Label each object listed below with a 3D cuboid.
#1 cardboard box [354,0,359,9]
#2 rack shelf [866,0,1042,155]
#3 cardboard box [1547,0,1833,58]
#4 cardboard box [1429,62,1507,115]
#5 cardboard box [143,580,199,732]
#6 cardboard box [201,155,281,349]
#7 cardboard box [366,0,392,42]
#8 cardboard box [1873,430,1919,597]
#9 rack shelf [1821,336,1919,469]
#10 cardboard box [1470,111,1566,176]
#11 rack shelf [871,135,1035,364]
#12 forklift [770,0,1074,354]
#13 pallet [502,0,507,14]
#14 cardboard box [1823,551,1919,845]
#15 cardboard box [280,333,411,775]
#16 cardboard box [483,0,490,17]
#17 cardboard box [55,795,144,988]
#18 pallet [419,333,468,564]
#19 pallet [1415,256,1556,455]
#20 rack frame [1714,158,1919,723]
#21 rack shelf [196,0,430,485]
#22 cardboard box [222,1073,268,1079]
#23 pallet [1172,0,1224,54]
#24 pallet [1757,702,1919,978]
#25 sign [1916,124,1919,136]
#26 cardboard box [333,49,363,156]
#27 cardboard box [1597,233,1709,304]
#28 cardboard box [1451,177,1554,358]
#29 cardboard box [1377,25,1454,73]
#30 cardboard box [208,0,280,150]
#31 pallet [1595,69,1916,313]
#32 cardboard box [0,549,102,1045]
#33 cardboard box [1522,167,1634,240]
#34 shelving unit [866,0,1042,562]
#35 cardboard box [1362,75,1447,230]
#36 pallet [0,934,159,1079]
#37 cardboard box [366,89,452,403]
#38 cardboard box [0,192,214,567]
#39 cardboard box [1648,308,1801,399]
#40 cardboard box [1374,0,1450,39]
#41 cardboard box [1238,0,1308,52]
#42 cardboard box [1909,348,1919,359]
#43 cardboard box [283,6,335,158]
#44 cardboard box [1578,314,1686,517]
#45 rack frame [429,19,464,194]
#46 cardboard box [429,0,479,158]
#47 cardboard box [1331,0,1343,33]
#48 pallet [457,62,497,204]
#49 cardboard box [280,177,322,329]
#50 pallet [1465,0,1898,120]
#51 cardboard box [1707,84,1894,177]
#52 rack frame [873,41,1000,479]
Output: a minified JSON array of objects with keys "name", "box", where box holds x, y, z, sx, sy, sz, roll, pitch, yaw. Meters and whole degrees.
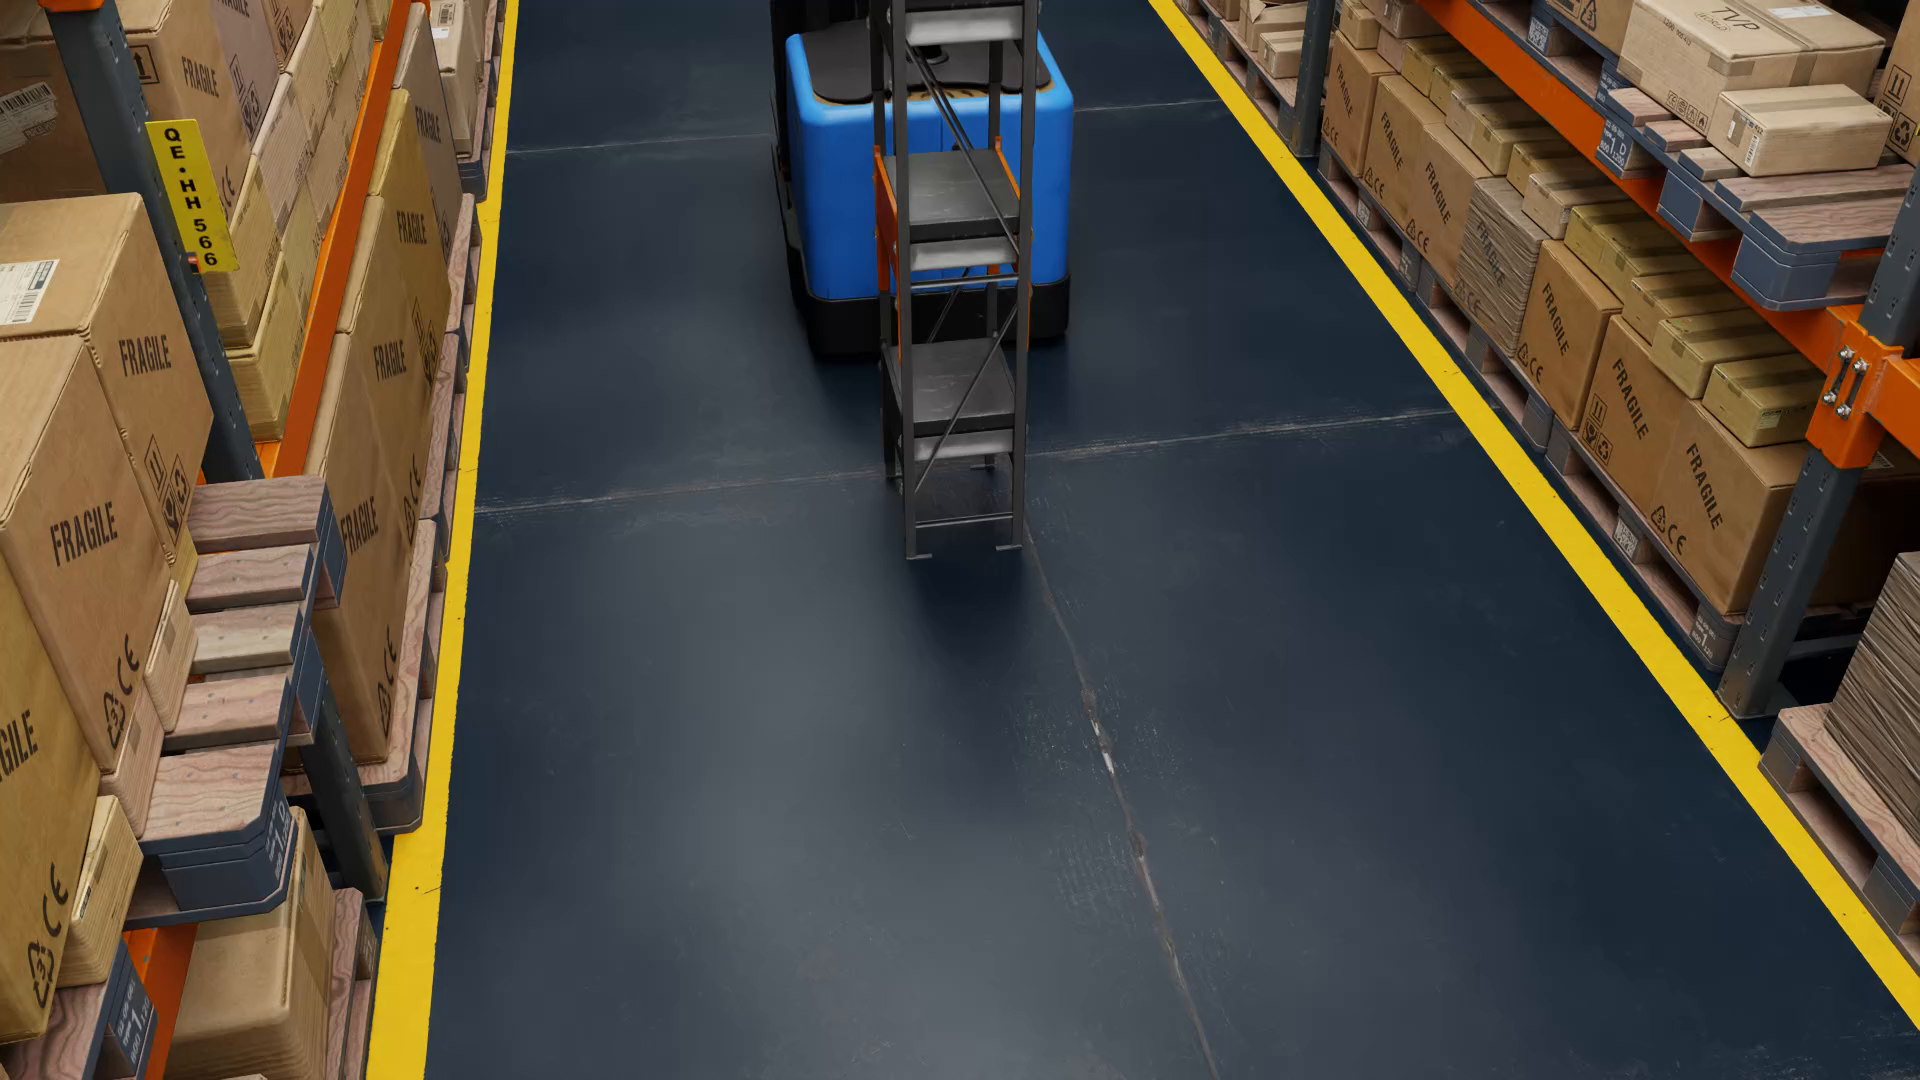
[{"name":"cardboard box","box":[-2.247,-1.888,5.449,0.500,0.250,0.500,-5,38,-7]},{"name":"rack shelf","box":[-0.029,-1.471,4.813,0.431,0.518,0.480,-6,38,-8]},{"name":"cardboard box","box":[2.363,-1.896,5.318,0.797,0.503,0.637,-7,38,-9]},{"name":"cardboard box","box":[2.174,-1.852,6.855,0.380,0.149,0.250,-7,38,-9]},{"name":"cardboard box","box":[-1.559,0.221,2.883,0.380,0.149,0.250,-7,38,-8]},{"name":"cardboard box","box":[-1.900,-0.658,3.866,0.500,0.250,0.500,-6,38,-8]},{"name":"cardboard box","box":[-2.341,-1.992,5.991,0.500,0.250,0.500,-7,38,-9]},{"name":"cardboard box","box":[3.034,-0.186,5.240,0.500,0.500,0.500,-5,38,-6]},{"name":"rack shelf","box":[3.182,0.769,2.901,1.077,0.370,4.000,-6,38,-8]},{"name":"cardboard box","box":[2.222,-1.547,6.462,0.380,0.149,0.250,-5,38,-6]},{"name":"rack shelf","box":[-0.029,-0.918,5.243,0.431,0.518,0.480,-6,38,-8]},{"name":"forklift","box":[-0.299,-2.792,6.955,1.130,2.935,3.031,-6,38,-7]},{"name":"pallet","box":[-3.240,-3.443,10.010,1.003,0.211,1.213,-6,38,-8]},{"name":"cardboard box","box":[2.928,0.427,4.348,0.875,0.625,0.625,-5,38,-7]},{"name":"cardboard box","box":[-2.094,0.060,4.617,0.875,0.875,0.875,-7,38,-8]},{"name":"cardboard box","box":[-3.074,-3.233,9.213,0.875,0.438,0.875,-5,38,-7]},{"name":"cardboard box","box":[-1.460,0.538,2.474,0.380,0.149,0.250,-6,38,-7]},{"name":"pallet","box":[-2.329,-0.305,5.971,1.003,0.211,1.213,-6,38,-8]},{"name":"pallet","box":[2.528,-0.812,6.623,1.003,0.211,1.213,-6,38,-8]},{"name":"rack frame","box":[2.832,-0.723,4.236,1.000,3.000,0.127,-6,38,-8]},{"name":"rack shelf","box":[-2.405,-1.111,5.321,1.077,0.370,4.000,-6,38,-8]},{"name":"cardboard box","box":[-1.828,1.472,3.210,0.950,0.372,0.625,-7,38,-9]},{"name":"pallet","box":[1.794,-3.191,9.686,1.003,0.211,1.213,-6,38,-8]},{"name":"pallet","box":[2.938,0.880,4.446,1.003,0.211,1.213,-6,38,-8]},{"name":"sign","box":[2.299,-1.085,3.822,0.100,0.325,0.005,-6,38,-8]},{"name":"cardboard box","box":[-2.176,-1.374,5.195,0.500,0.250,0.500,-6,38,-8]},{"name":"cardboard box","box":[2.413,-0.919,5.654,0.380,0.149,0.250,-5,38,-7]},{"name":"cardboard box","box":[2.265,-1.065,6.371,0.500,0.500,0.500,-8,38,-10]},{"name":"cardboard box","box":[2.056,-2.170,7.264,0.380,0.149,0.250,-7,38,-9]},{"name":"cardboard box","box":[-1.997,-1.244,4.010,0.500,0.500,0.500,-6,38,-8]},{"name":"pallet","box":[2.644,-1.049,4.812,1.213,0.211,1.003,-6,38,-8]},{"name":"cardboard box","box":[-1.510,0.351,2.187,0.500,0.500,0.500,-9,39,-11]},{"name":"cardboard box","box":[2.291,-1.233,6.058,0.380,0.149,0.250,-8,39,-10]},{"name":"shelving unit","box":[-0.029,-0.929,5.235,0.431,2.100,0.503,-6,38,-8]},{"name":"cardboard box","box":[2.097,-1.681,7.164,0.500,0.500,0.500,-7,38,-9]},{"name":"pallet","box":[-1.667,1.080,2.071,1.003,0.211,1.213,-6,38,-8]},{"name":"cardboard box","box":[-2.402,-1.019,6.006,0.875,0.875,0.875,-5,38,-7]},{"name":"cardboard box","box":[-1.701,-0.265,2.980,0.500,0.500,0.500,-7,38,-9]},{"name":"cardboard box","box":[2.417,-0.590,5.231,0.380,0.149,0.250,-8,39,-10]},{"name":"cardboard box","box":[2.024,-2.294,7.182,0.380,0.149,0.250,-8,39,-10]},{"name":"cardboard box","box":[1.681,-2.746,8.725,0.396,0.266,0.258,-5,38,-6]},{"name":"cardboard box","box":[3.047,-0.506,5.123,0.380,0.149,0.250,-4,38,-6]},{"name":"cardboard box","box":[-2.065,-1.272,4.657,0.500,0.250,0.500,-6,38,-8]},{"name":"cardboard box","box":[2.469,-0.437,5.563,0.500,0.500,0.500,-7,38,-9]},{"name":"rack frame","box":[-2.756,-2.603,6.655,1.000,3.000,0.127,-6,38,-8]},{"name":"cardboard box","box":[-2.760,-2.148,7.815,0.875,0.438,0.875,-7,38,-9]},{"name":"cardboard box","box":[2.247,-2.667,8.588,0.500,0.311,0.500,-5,38,-6]},{"name":"pallet","box":[-2.812,-1.969,8.113,1.003,0.211,1.213,-6,38,-8]},{"name":"cardboard box","box":[-2.000,-0.758,4.403,0.500,0.250,0.500,-7,38,-9]},{"name":"pallet","box":[2.486,-1.821,5.806,1.003,0.211,1.213,-6,38,-8]},{"name":"cardboard box","box":[2.339,-1.145,4.641,0.380,0.149,0.250,-6,38,-7]},{"name":"rack frame","box":[-0.072,-1.077,5.424,0.400,2.100,0.015,-6,38,-8]}]
